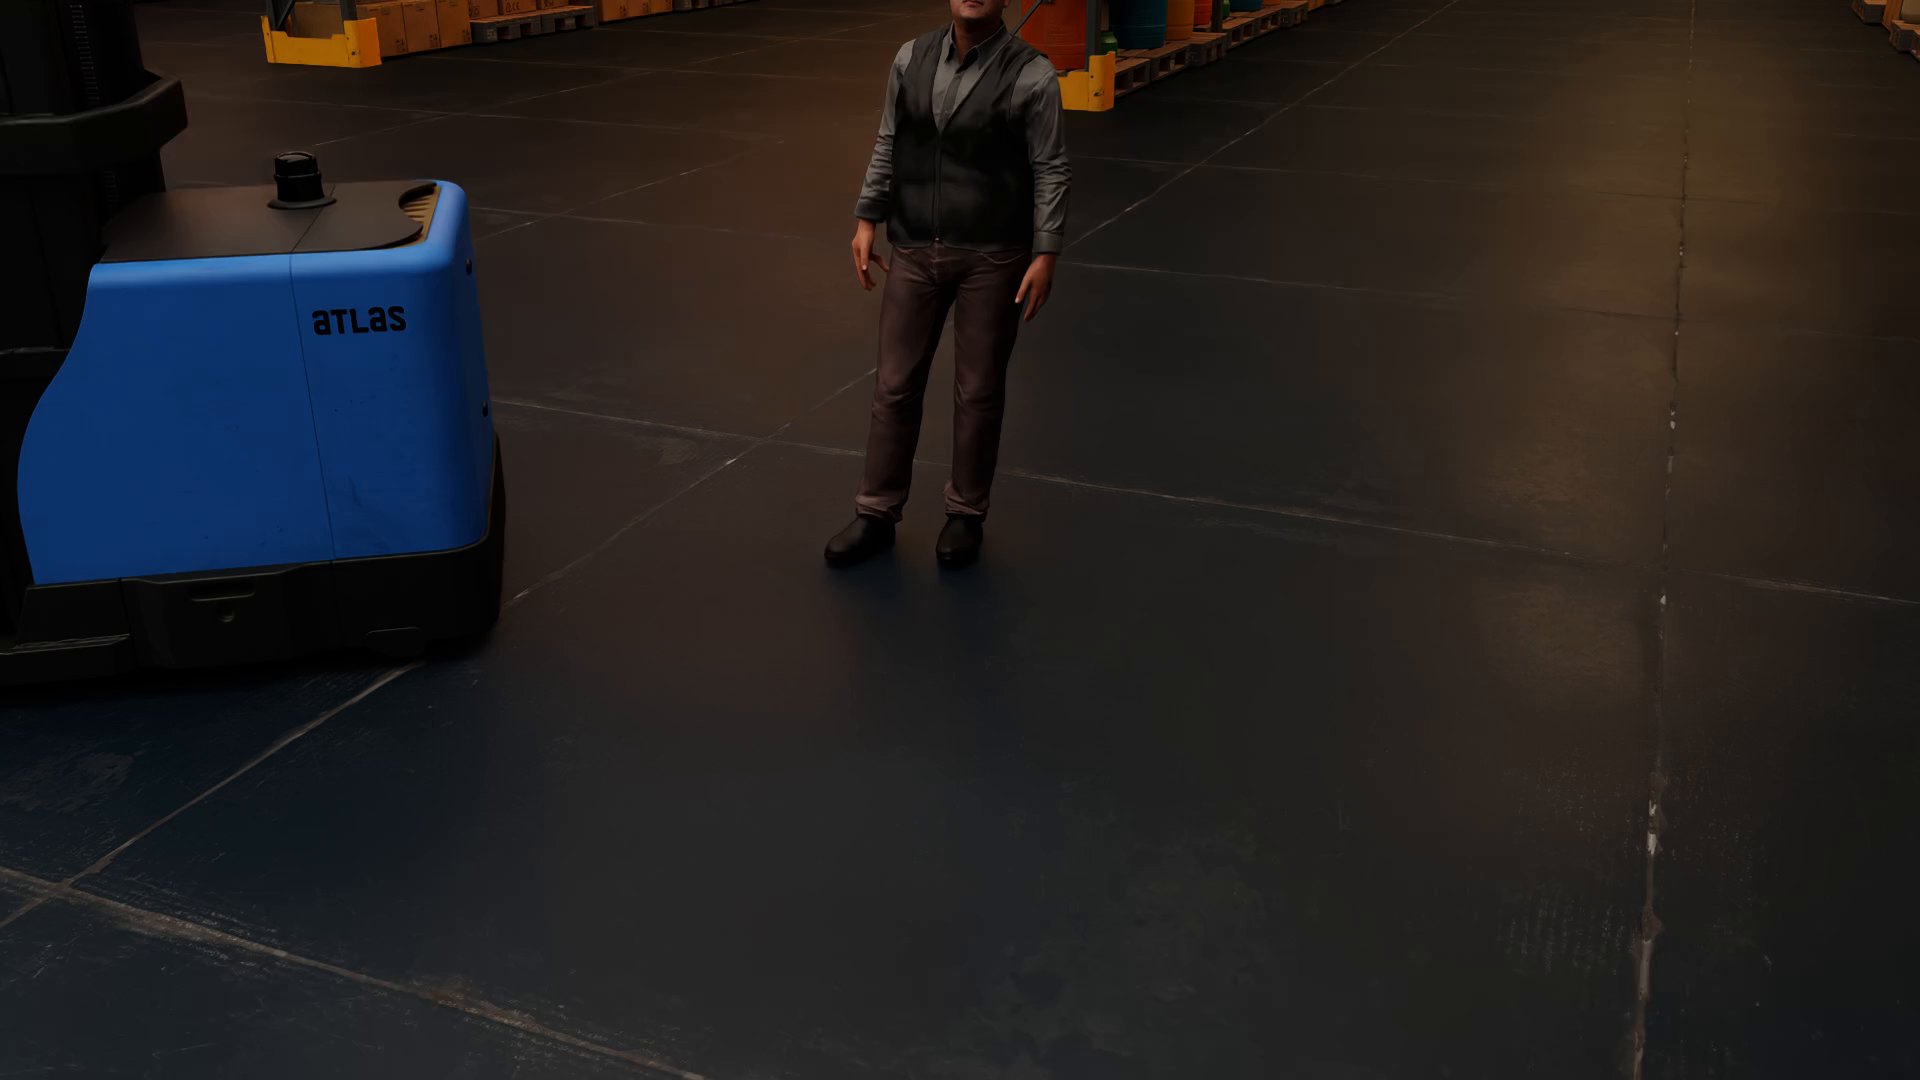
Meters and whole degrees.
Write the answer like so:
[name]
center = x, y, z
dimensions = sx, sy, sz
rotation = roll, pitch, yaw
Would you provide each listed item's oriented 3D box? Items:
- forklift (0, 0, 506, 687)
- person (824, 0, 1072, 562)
[forklift]
center = -2.795, -1.109, 3.945
dimensions = 3.031, 2.935, 1.130
rotation = -5, 23, -12
[person]
center = -0.031, -0.780, 4.708
dimensions = 0.632, 1.720, 0.568
rotation = 9, 24, 21
